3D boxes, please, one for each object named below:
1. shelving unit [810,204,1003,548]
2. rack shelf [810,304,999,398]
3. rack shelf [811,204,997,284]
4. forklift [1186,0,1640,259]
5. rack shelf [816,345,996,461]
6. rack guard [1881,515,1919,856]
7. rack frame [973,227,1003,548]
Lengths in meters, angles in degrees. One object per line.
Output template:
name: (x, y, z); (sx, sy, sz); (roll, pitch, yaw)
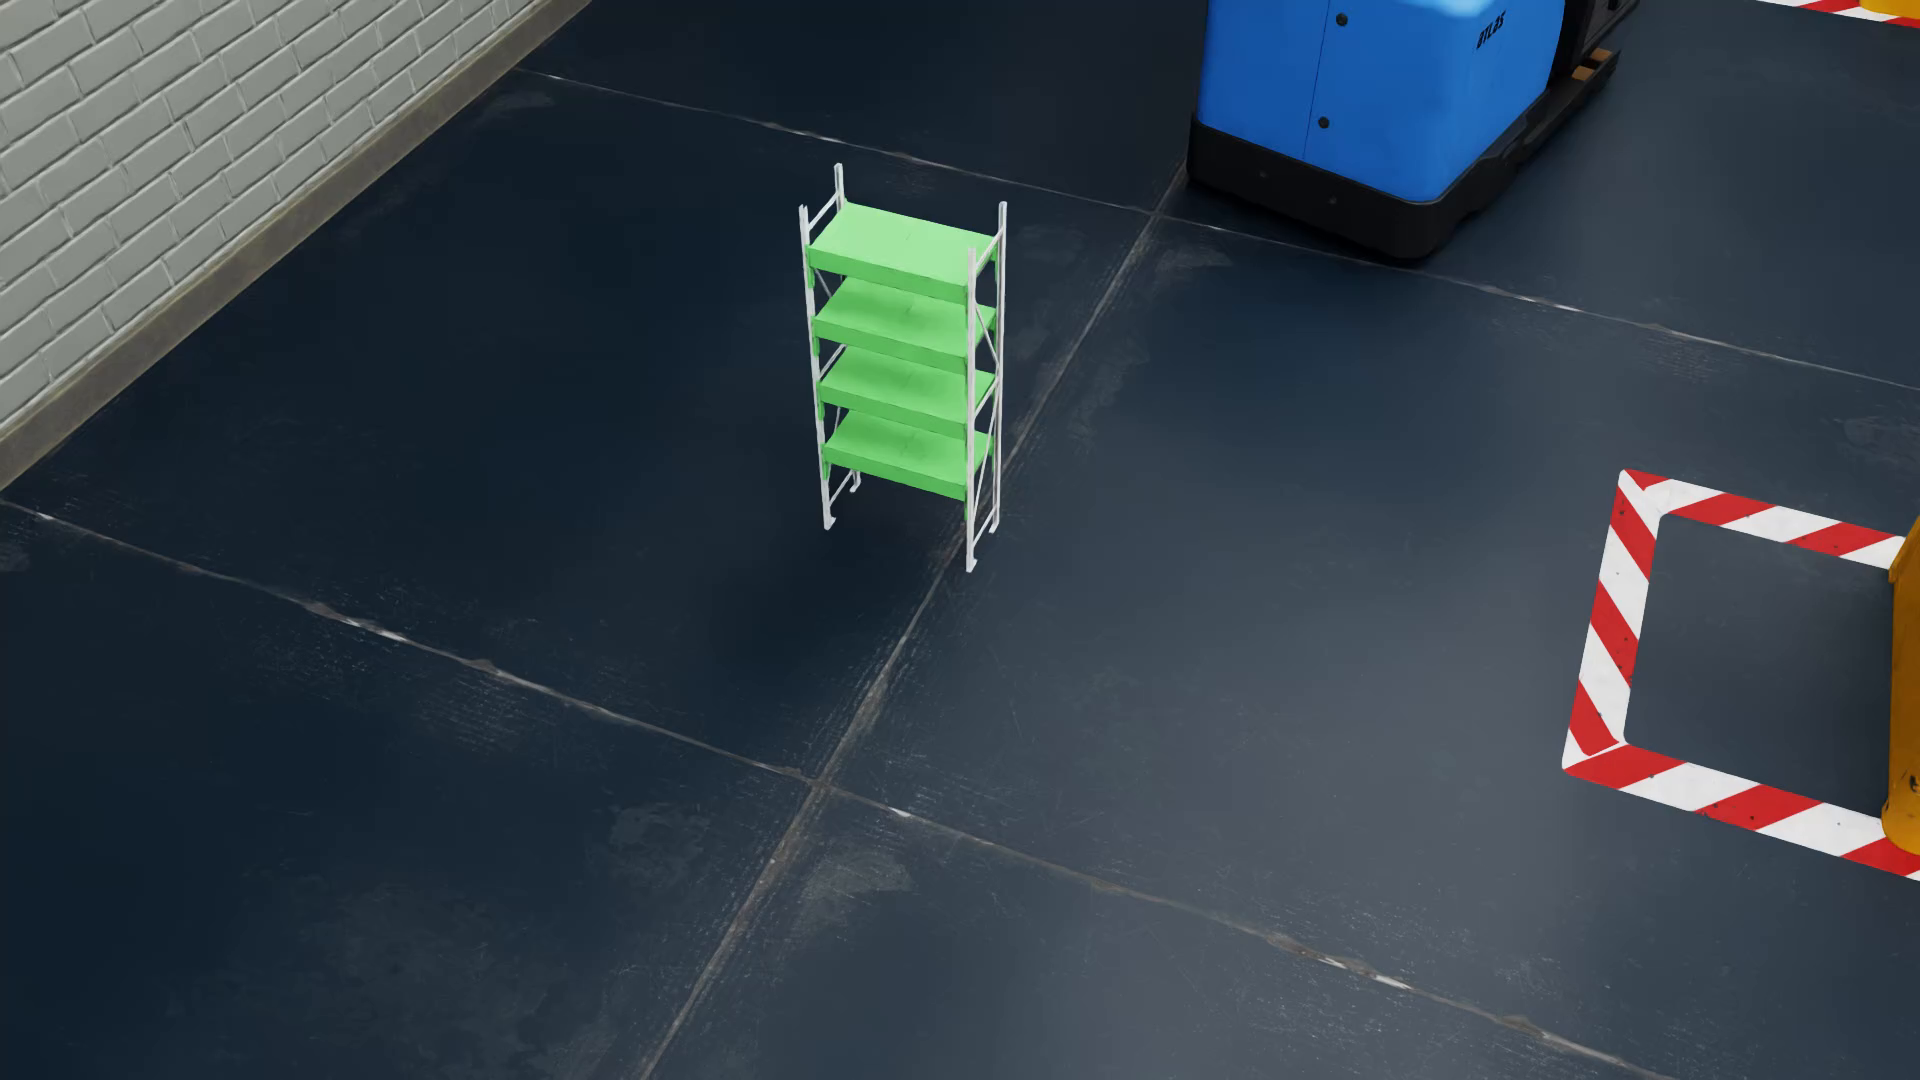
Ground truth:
shelving unit: (-0.149, -0.469, 4.871); (0.487, 1.046, 0.258); (16, 47, 16)
rack shelf: (-0.153, -0.595, 4.748); (0.480, 0.148, 0.258); (16, 47, 16)
rack shelf: (-0.153, -0.803, 4.541); (0.457, 0.021, 0.221); (16, 47, 16)
forklift: (2.192, -3.080, 6.268); (1.130, 2.935, 3.031); (28, 51, 25)
rack shelf: (-0.153, -0.425, 4.917); (0.480, 0.148, 0.258); (16, 47, 16)
rack guard: (2.841, 0.299, 4.595); (0.348, 0.500, 1.175); (16, 47, 16)
rack frame: (0.073, -0.405, 4.806); (0.006, 1.046, 0.228); (16, 47, 16)
